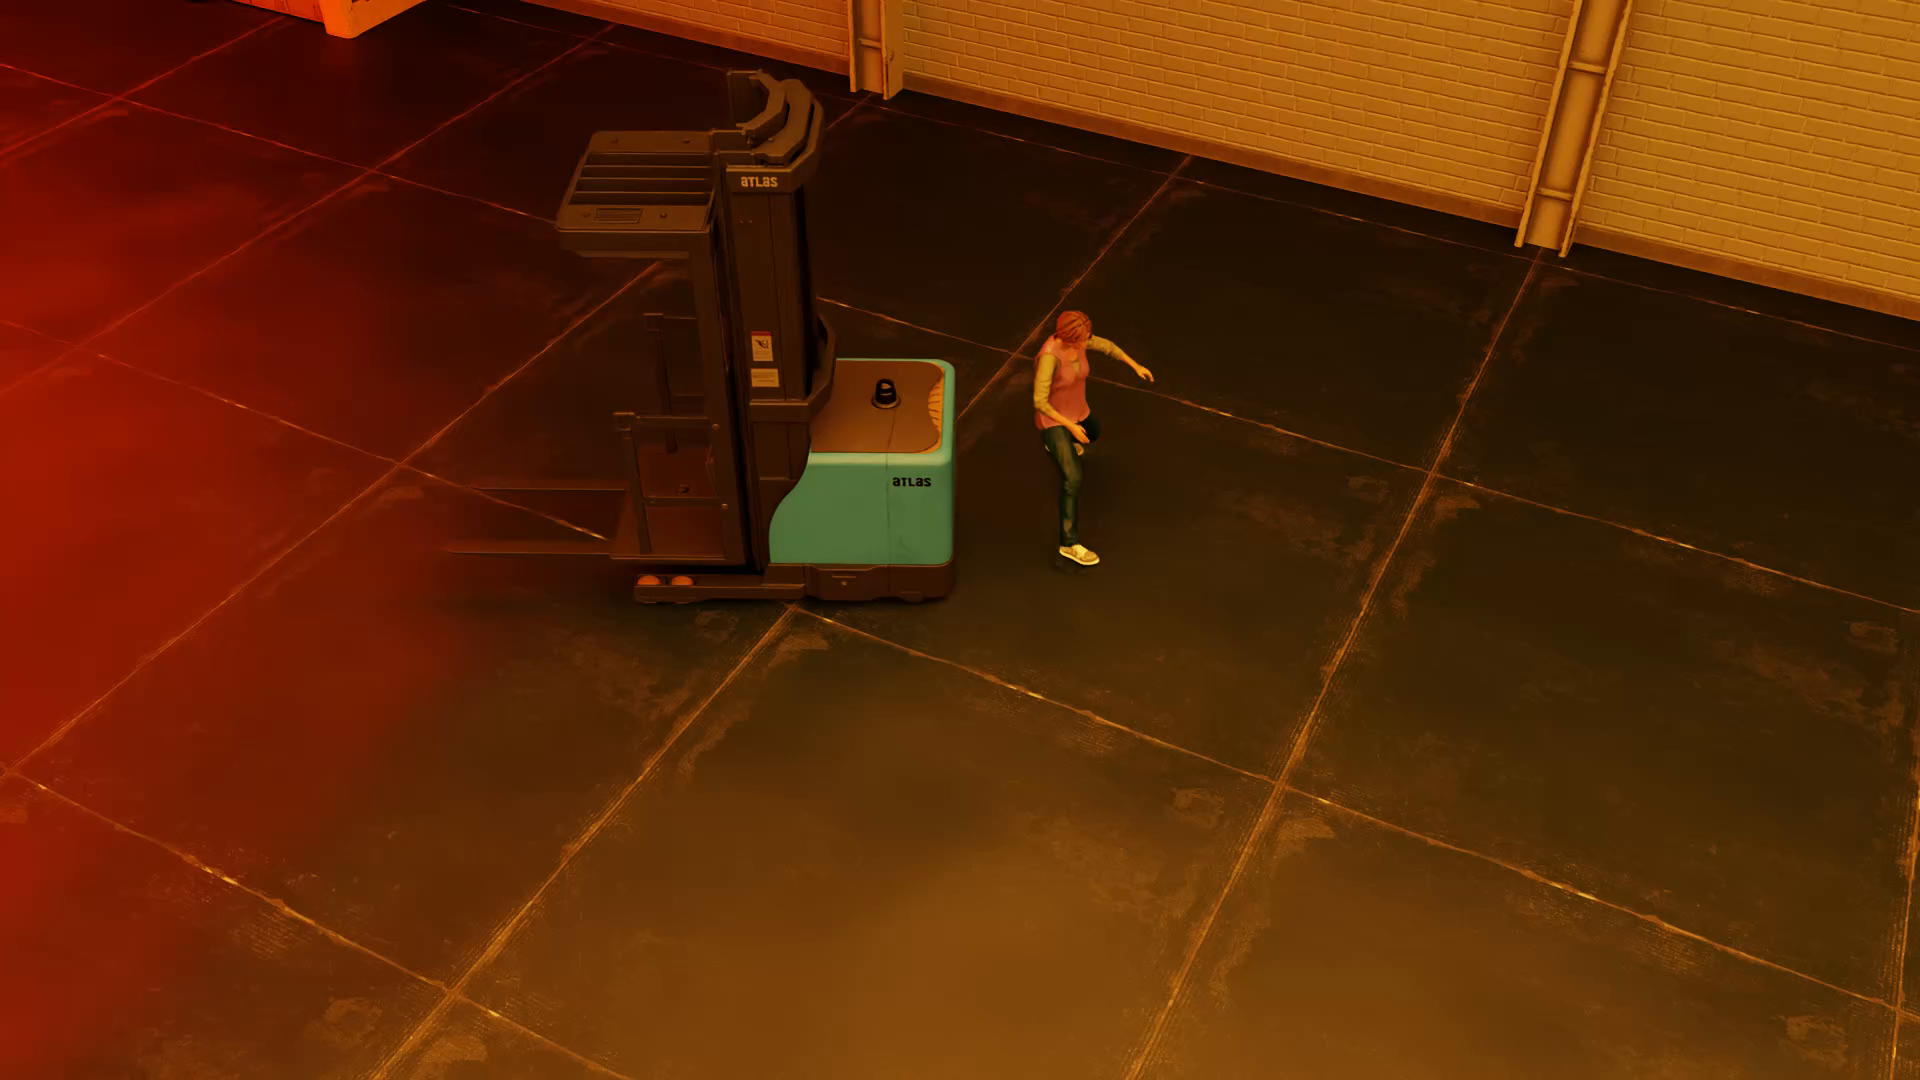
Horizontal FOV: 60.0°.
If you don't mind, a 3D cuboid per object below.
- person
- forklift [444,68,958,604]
[{"bbox_3d":[0.735,-0.760,10.093,0.908,1.409,0.997,26,46,27],"label":"person"},{"bbox_3d":[-1.539,-1.085,9.274,3.031,2.935,1.130,1,40,1],"label":"forklift"}]
